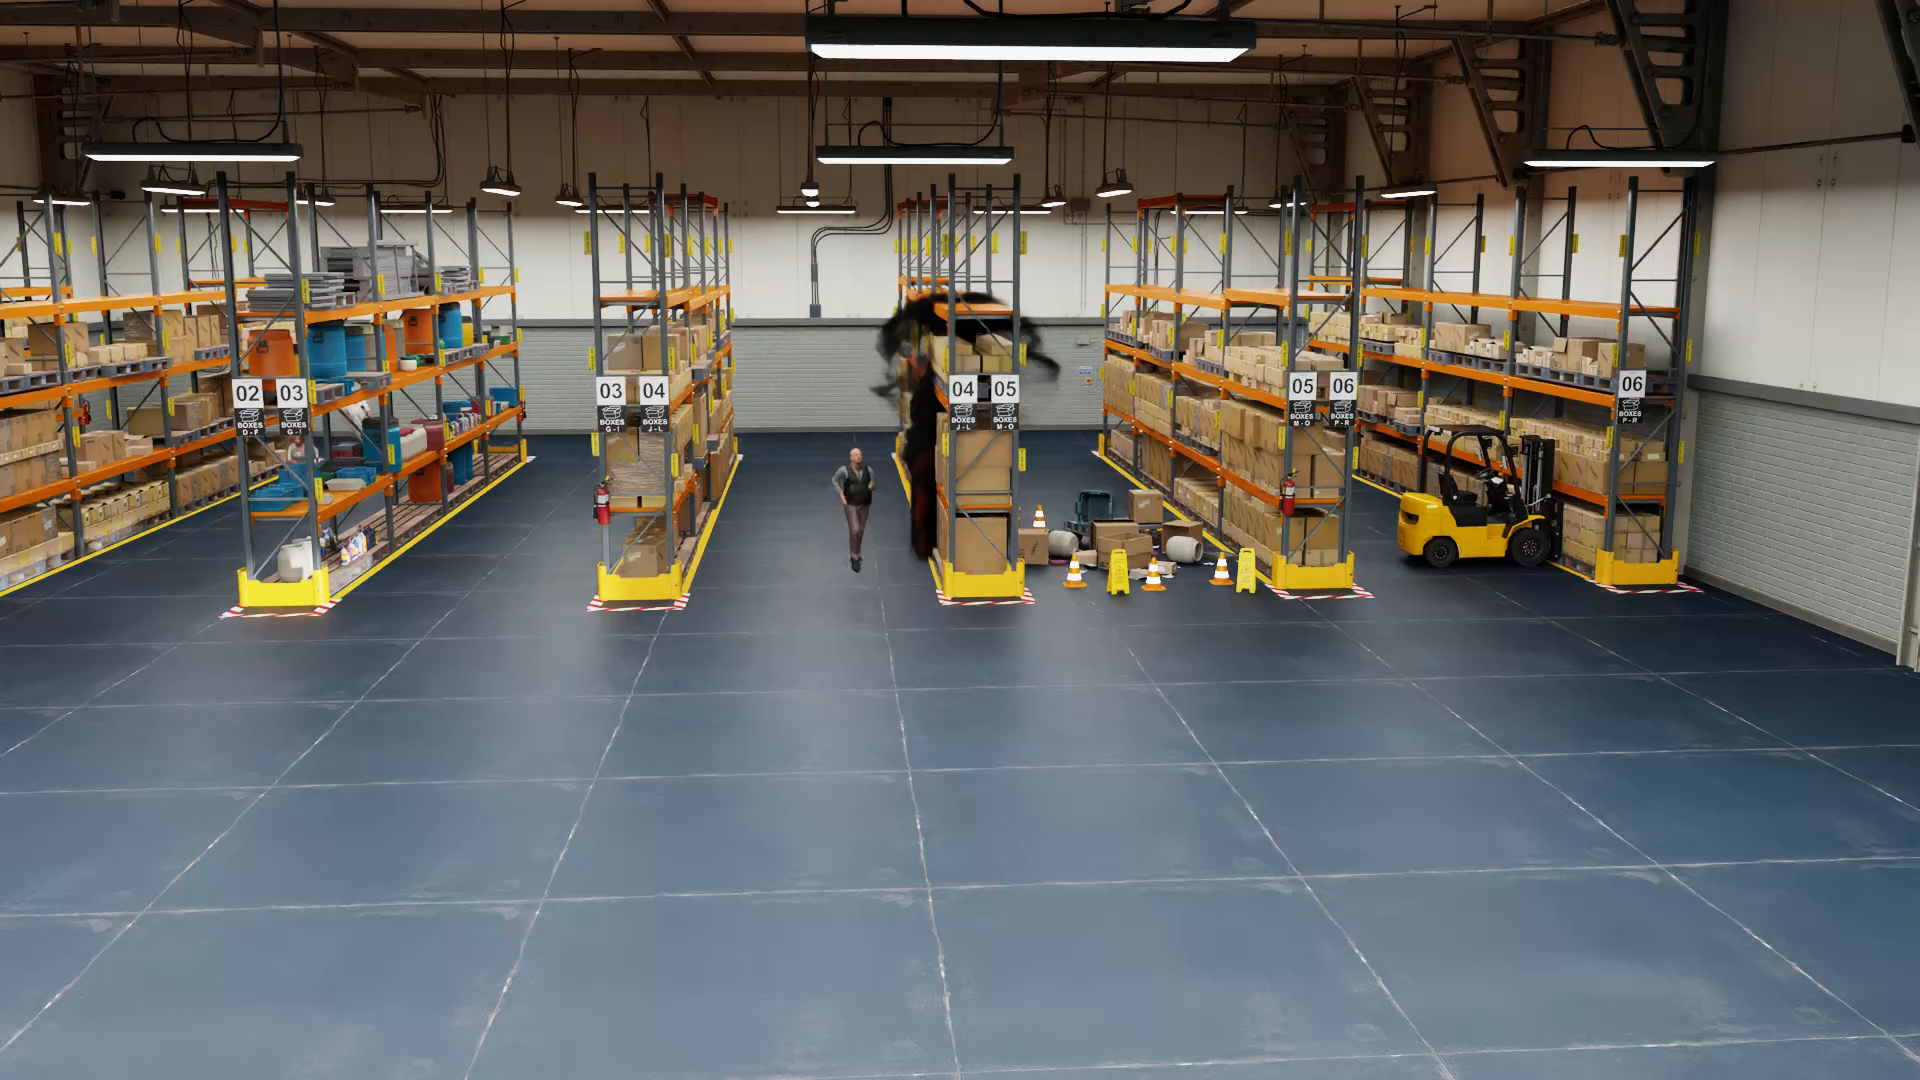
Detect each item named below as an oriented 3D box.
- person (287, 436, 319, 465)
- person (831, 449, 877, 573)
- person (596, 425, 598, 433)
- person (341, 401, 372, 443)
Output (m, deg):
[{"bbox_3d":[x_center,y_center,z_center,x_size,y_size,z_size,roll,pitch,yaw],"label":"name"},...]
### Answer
[{"bbox_3d":[-12.479,-1.285,31.572,0.515,1.532,0.638,-1,10,-3],"label":"person"},{"bbox_3d":[-1.523,-0.447,24.787,0.637,1.830,0.695,-5,11,-28],"label":"person"},{"bbox_3d":[-7.242,-1.949,34.665,0.683,1.764,0.900,-1,10,-8],"label":"person"},{"bbox_3d":[-14.010,-2.630,38.712,0.703,1.737,0.892,-7,12,-36],"label":"person"}]
